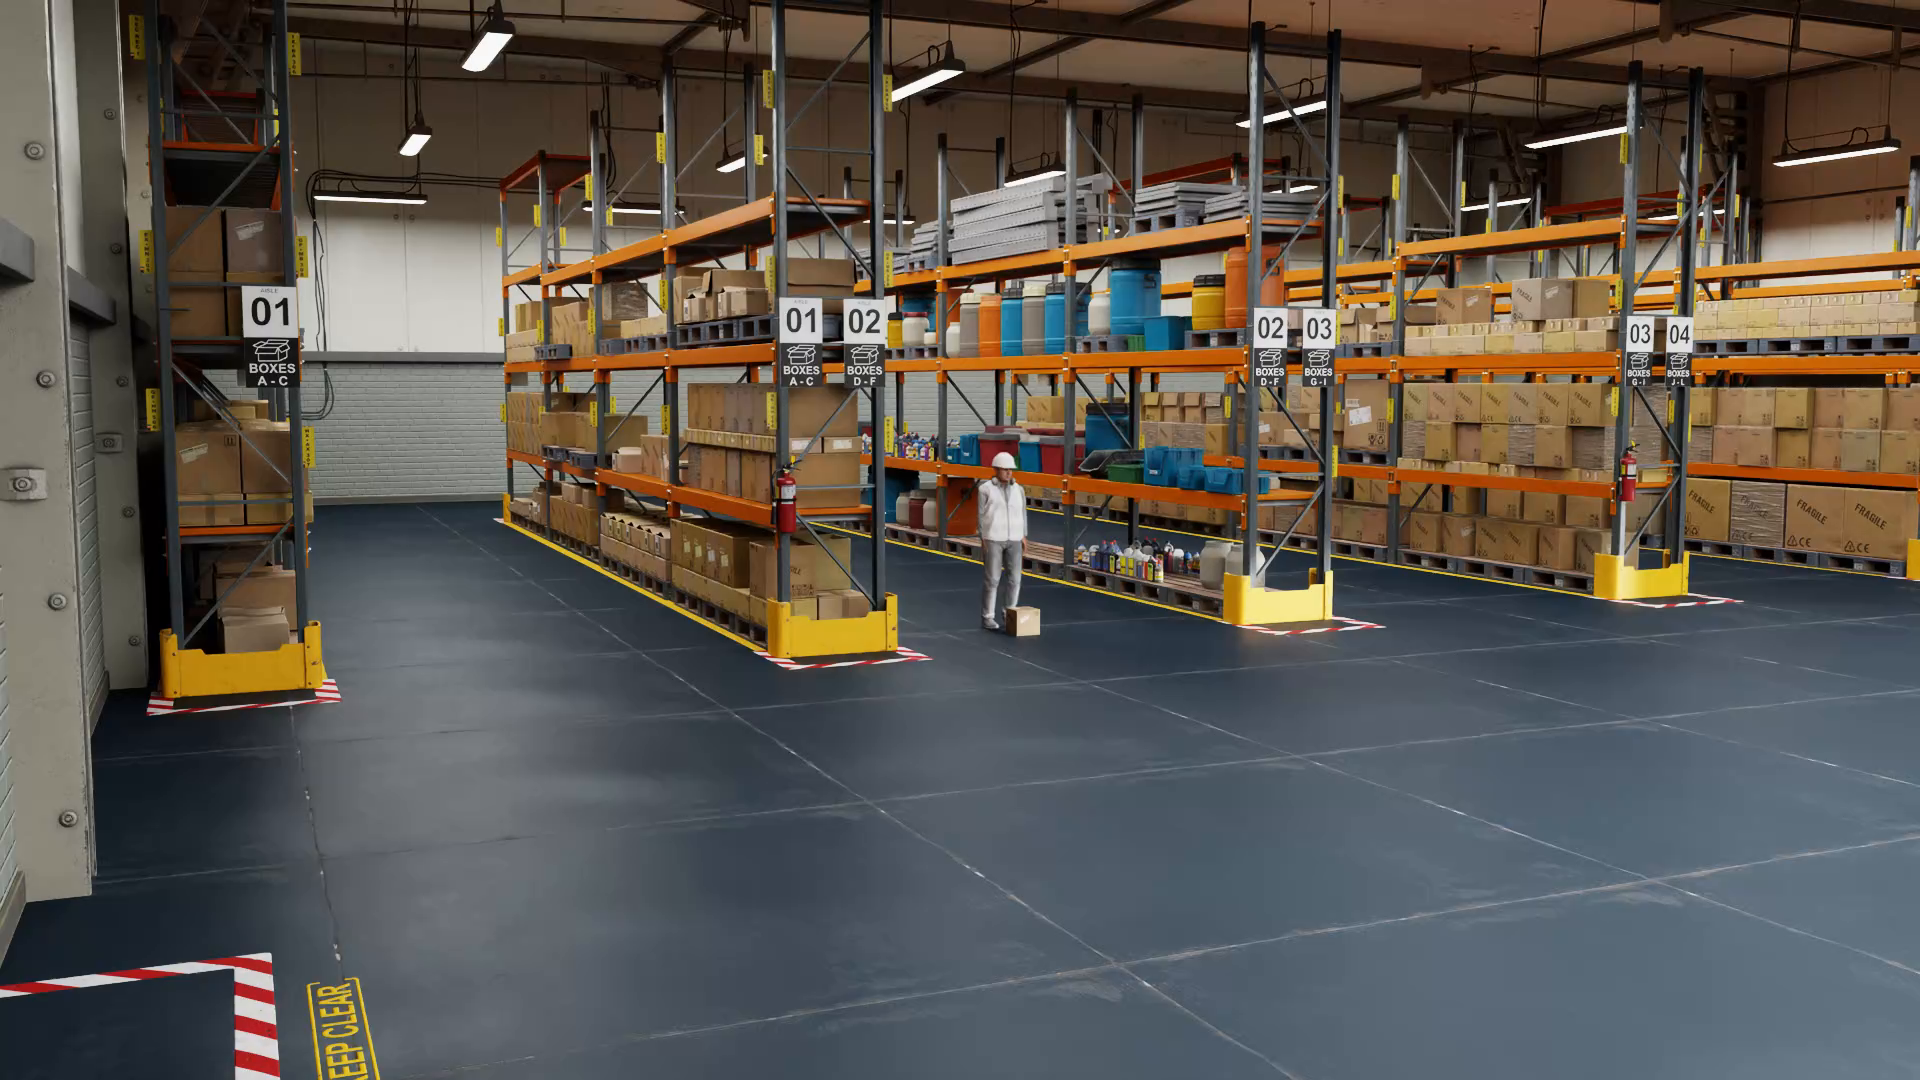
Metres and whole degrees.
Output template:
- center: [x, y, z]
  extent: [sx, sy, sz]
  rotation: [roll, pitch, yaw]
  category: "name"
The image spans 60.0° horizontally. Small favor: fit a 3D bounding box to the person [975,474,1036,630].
- center: [0.467, 0.111, 16.621]
  extent: [0.588, 1.559, 0.671]
  rotation: [-2, 6, -23]
  category: "person"
